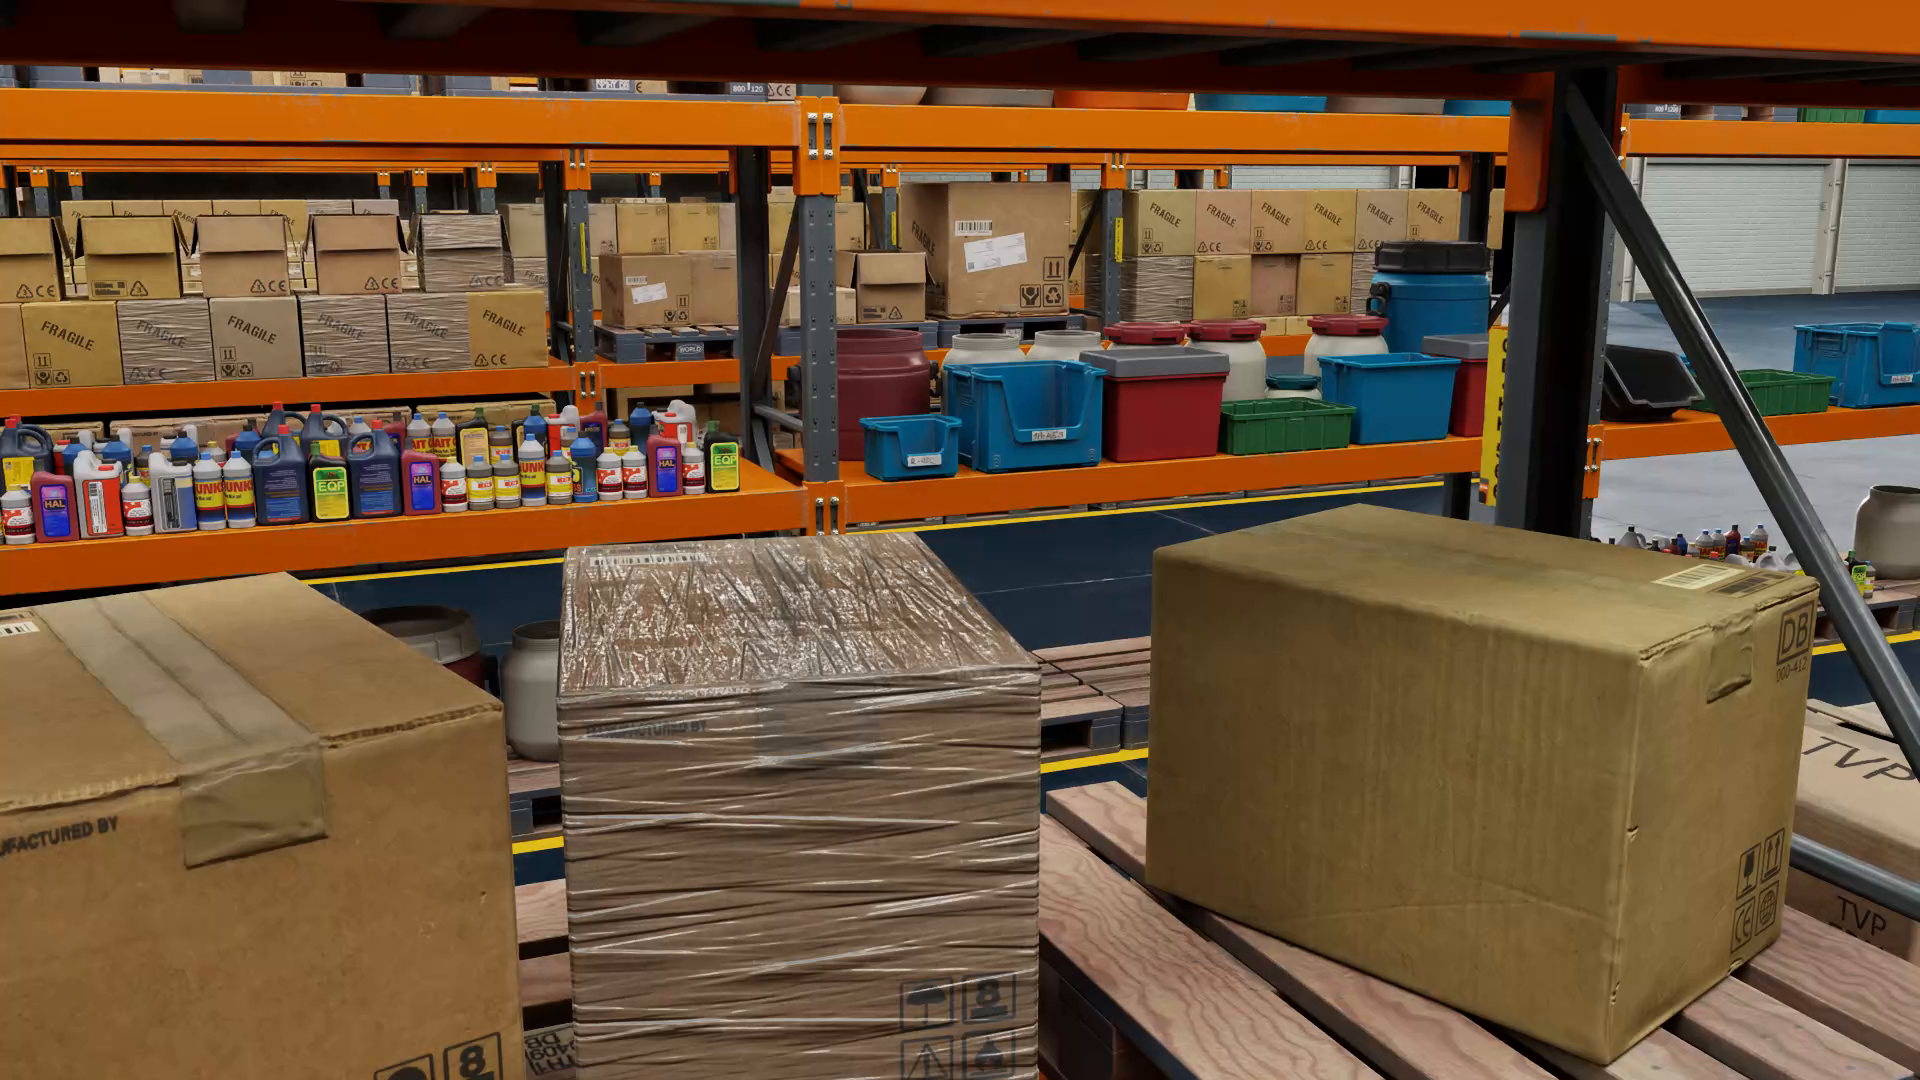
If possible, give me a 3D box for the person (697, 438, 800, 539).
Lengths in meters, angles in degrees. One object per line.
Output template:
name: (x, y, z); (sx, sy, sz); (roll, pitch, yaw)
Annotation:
person: (-1.113, 0.062, 8.699); (0.771, 1.240, 0.530); (-5, 13, -23)
